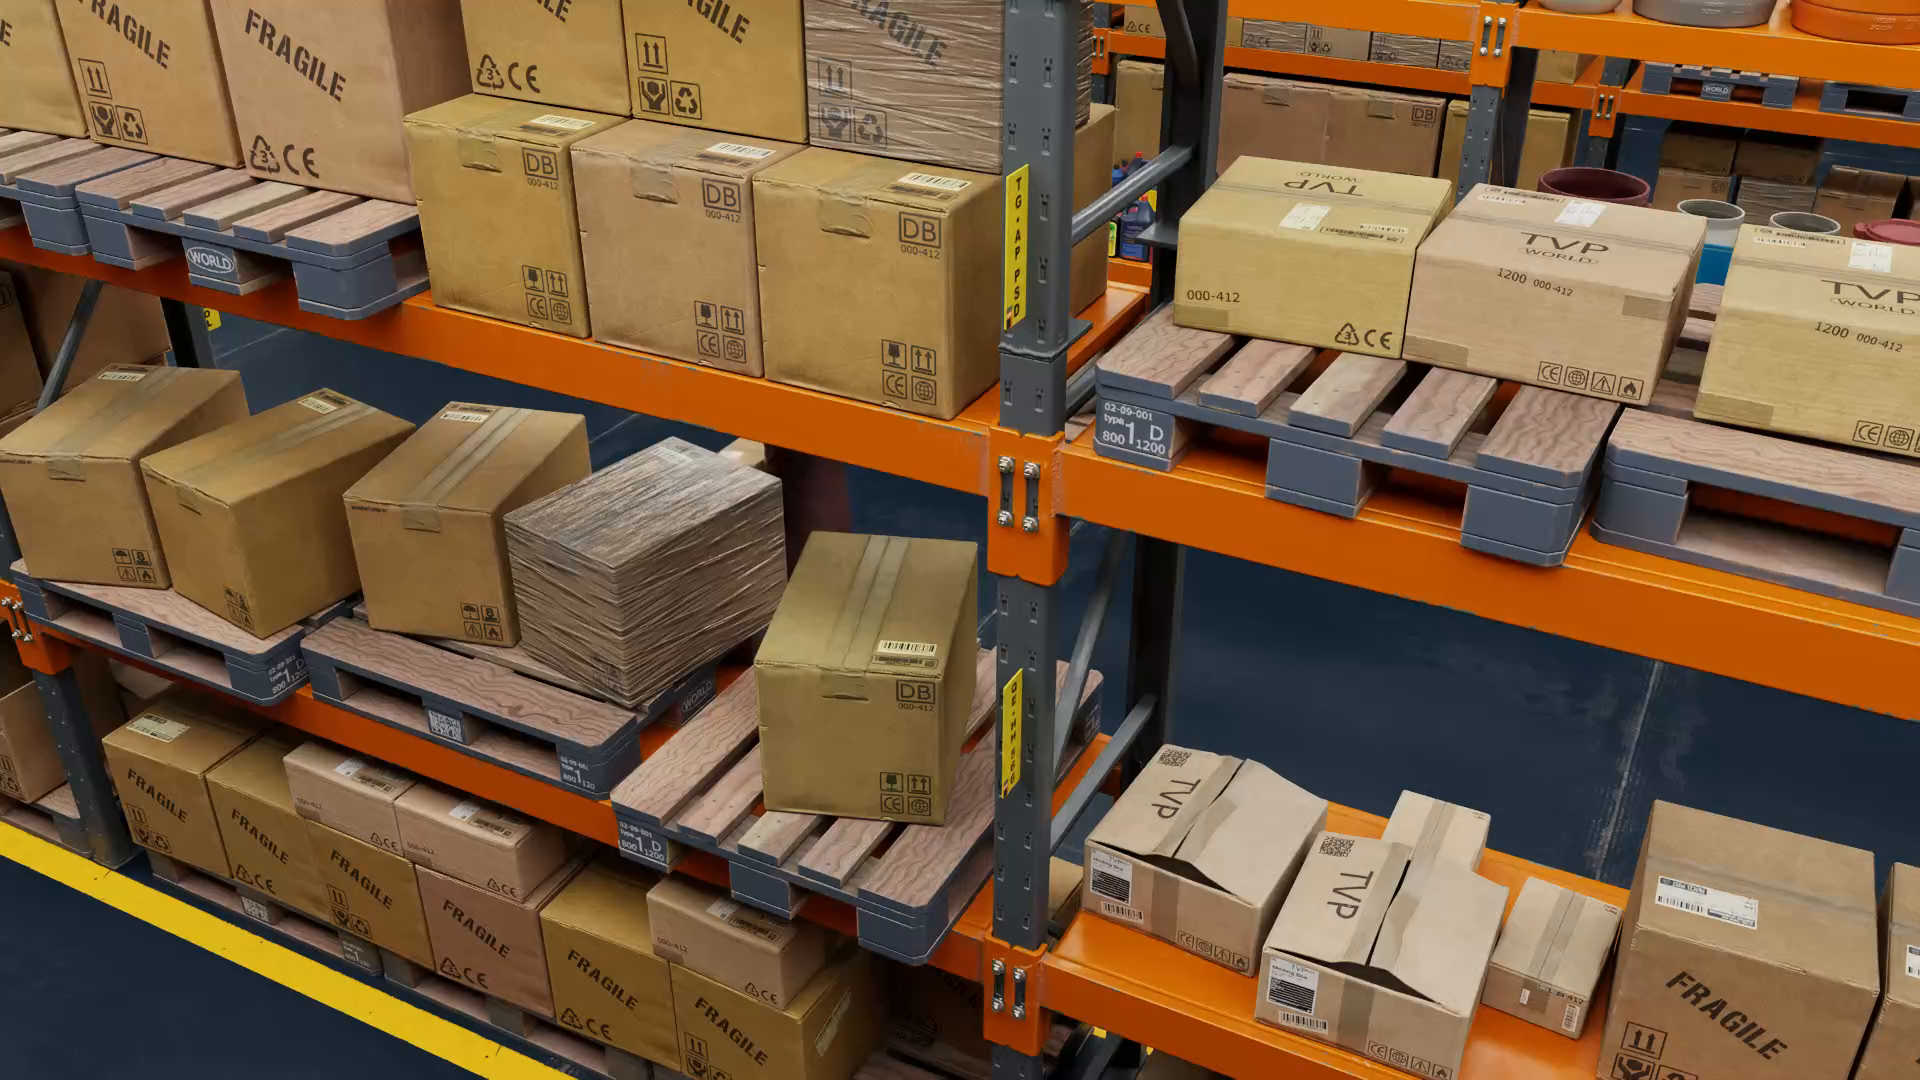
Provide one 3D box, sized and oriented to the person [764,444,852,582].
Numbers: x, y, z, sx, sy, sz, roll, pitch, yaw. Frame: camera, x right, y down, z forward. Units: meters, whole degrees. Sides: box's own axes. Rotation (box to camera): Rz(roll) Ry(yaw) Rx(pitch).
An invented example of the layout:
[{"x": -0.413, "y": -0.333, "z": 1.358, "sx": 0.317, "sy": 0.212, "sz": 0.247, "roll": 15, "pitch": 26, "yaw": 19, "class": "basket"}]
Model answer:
[{"x": -0.747, "y": -0.052, "z": 7.287, "sx": 0.555, "sy": 1.725, "sz": 0.529, "roll": 15, "pitch": 33, "yaw": 24, "class": "person"}]
